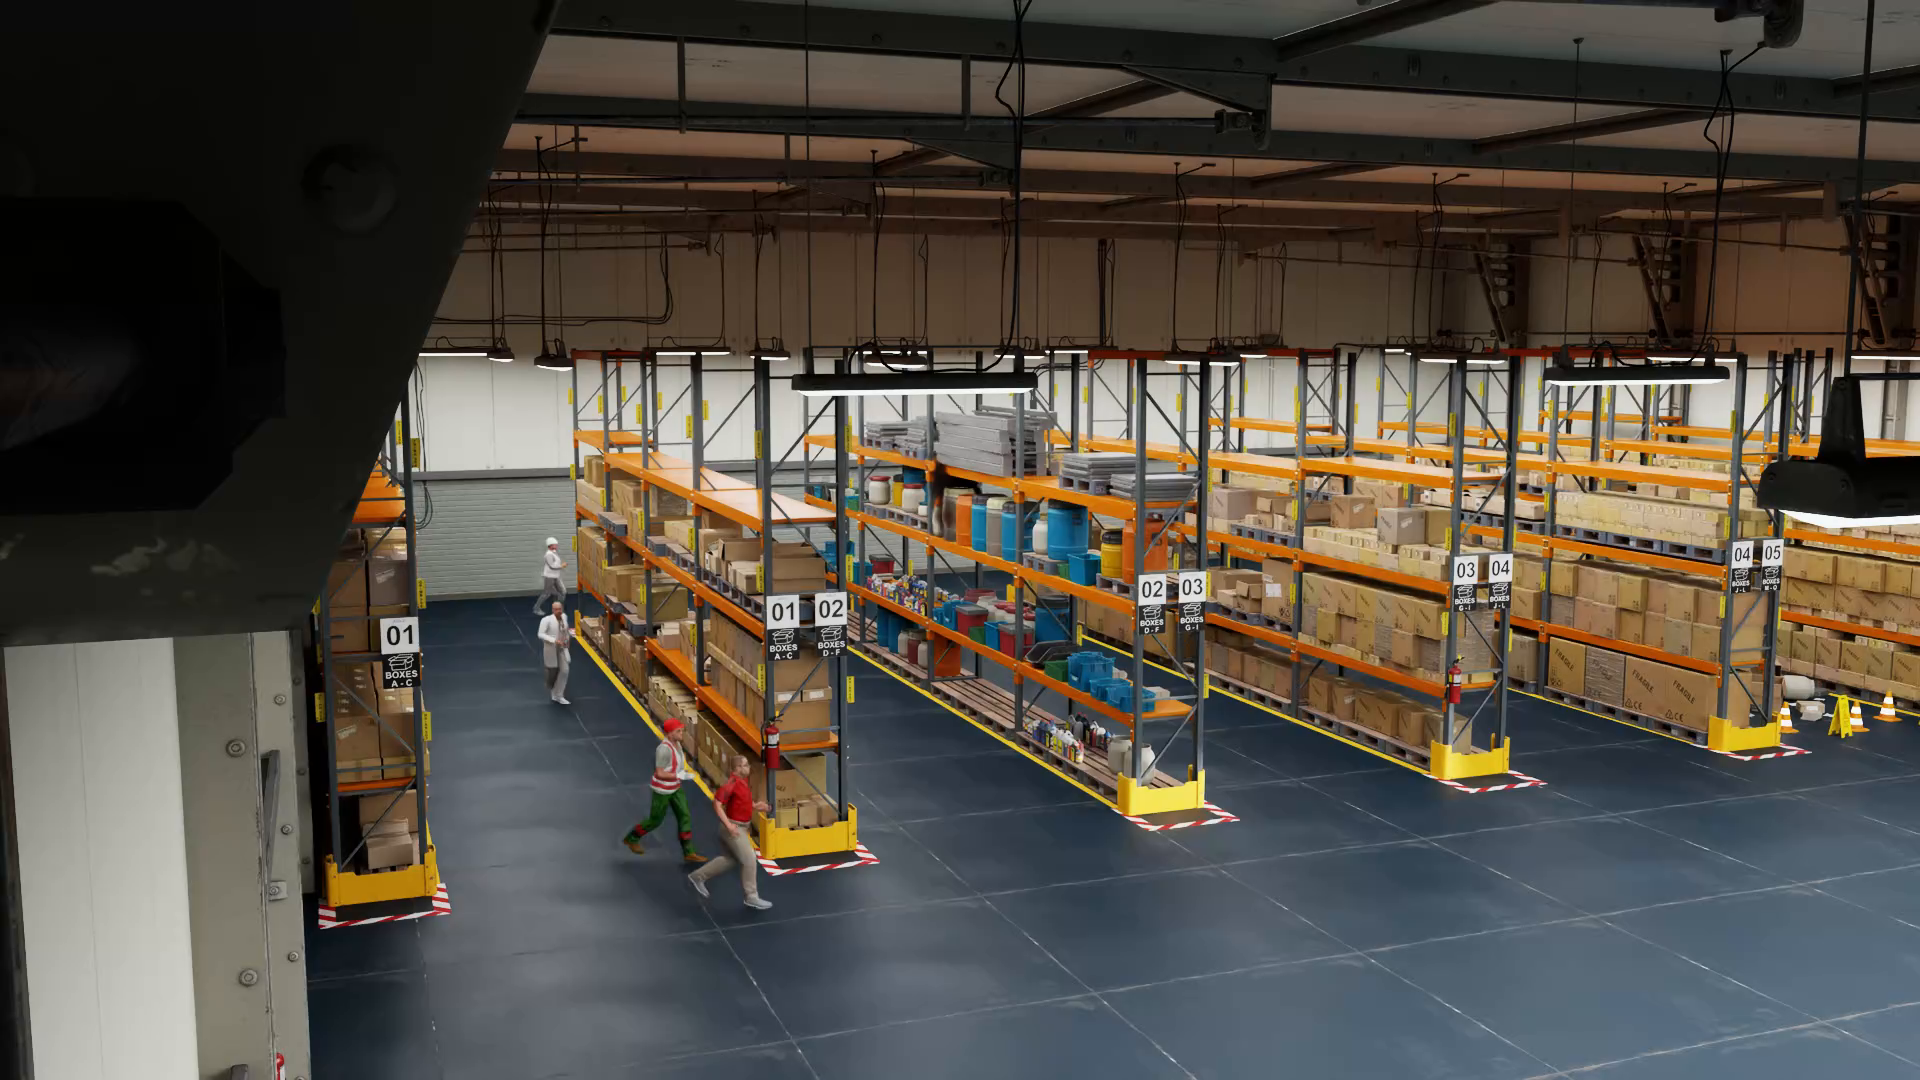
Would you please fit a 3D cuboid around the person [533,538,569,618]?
[{"bbox_3d":[-9.087,0.856,36.998,0.850,1.833,0.635,0,7,2],"label":"person"}]

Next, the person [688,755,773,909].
[{"bbox_3d":[-2.552,3.220,18.341,0.952,1.729,0.646,0,7,-1],"label":"person"}]

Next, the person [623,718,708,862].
[{"bbox_3d":[-3.540,2.974,19.845,1.048,1.757,0.641,2,8,19],"label":"person"}]

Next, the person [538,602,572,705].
[{"bbox_3d":[-6.978,1.912,28.536,0.676,1.742,0.875,-6,9,-38],"label":"person"}]
